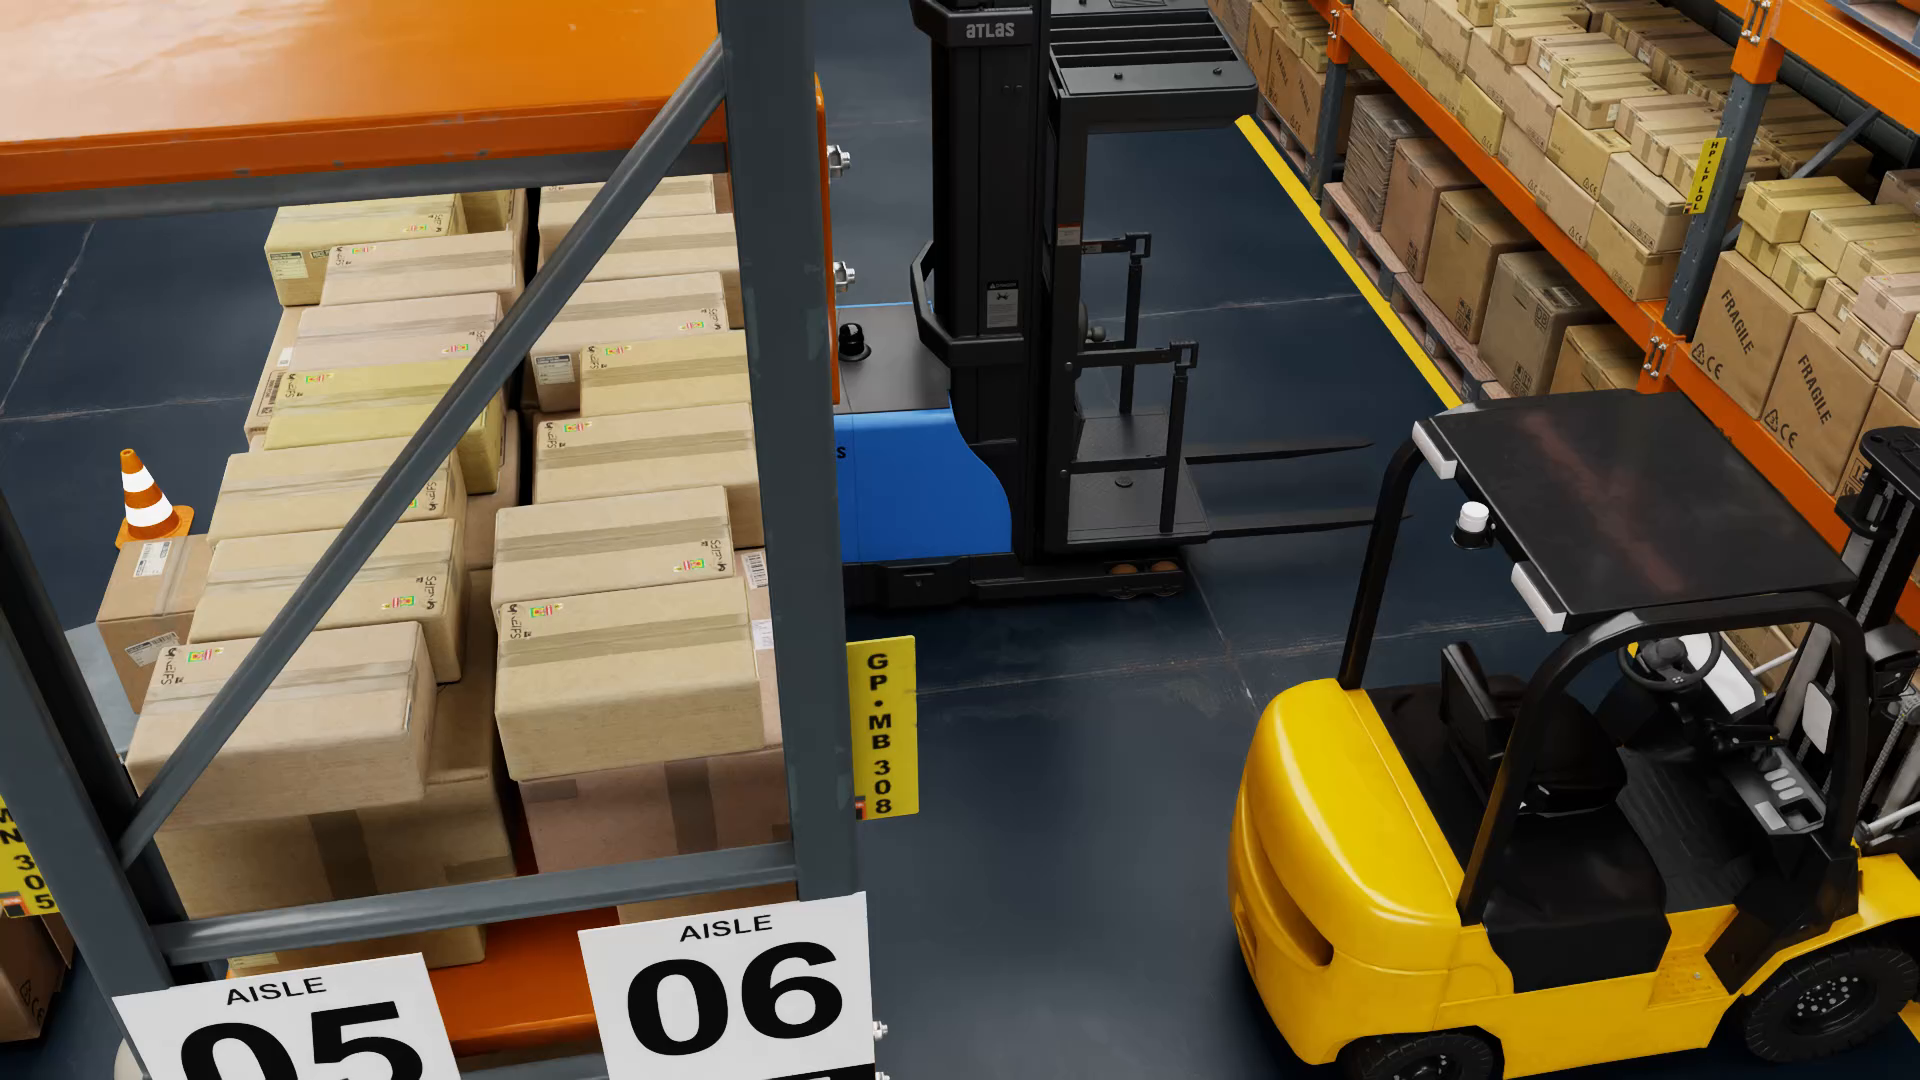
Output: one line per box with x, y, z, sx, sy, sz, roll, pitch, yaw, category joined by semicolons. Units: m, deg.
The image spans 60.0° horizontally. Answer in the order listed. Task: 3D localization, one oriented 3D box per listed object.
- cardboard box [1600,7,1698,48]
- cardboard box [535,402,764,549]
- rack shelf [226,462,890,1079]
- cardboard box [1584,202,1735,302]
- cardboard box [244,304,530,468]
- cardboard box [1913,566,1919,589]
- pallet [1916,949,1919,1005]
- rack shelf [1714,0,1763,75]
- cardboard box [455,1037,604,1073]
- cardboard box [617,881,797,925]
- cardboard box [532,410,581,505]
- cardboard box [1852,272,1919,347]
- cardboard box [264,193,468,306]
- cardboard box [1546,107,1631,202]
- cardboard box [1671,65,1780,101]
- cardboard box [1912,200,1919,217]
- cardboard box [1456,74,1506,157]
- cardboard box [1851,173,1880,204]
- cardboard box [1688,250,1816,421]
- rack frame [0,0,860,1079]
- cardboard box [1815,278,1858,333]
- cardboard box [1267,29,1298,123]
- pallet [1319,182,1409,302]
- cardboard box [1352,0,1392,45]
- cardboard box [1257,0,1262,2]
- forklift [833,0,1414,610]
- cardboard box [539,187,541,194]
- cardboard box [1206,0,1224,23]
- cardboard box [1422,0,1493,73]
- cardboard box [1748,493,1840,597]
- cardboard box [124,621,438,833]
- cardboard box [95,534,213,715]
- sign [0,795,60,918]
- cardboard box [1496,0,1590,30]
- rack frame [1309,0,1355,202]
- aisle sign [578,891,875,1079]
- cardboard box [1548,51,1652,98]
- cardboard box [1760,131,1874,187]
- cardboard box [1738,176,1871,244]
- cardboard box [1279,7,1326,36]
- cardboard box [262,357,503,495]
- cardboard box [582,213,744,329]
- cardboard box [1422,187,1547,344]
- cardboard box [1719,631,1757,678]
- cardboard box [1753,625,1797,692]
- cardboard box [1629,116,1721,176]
3.472;-2.564;8.395;0.380;0.149;0.250;-6;38;-8;cardboard box
-0.546;-0.100;2.944;0.380;0.149;0.250;-6;38;-8;cardboard box
-0.992;-0.264;4.186;1.077;0.370;4.000;-6;38;-8;rack shelf
3.198;-1.324;7.532;0.500;0.250;0.500;-5;38;-7;cardboard box
-1.179;-0.295;3.519;0.500;0.250;0.500;-5;38;-7;cardboard box
3.629;0.074;5.528;0.500;0.500;0.500;-6;38;-8;cardboard box
3.859;1.217;6.411;1.003;0.211;1.213;-6;38;-8;pallet
3.193;-3.216;7.986;1.077;0.370;4.000;-6;38;-8;rack shelf
-0.946;1.008;3.269;0.700;0.500;0.500;-7;38;-9;cardboard box
-0.380;0.524;2.790;0.380;0.149;0.250;-6;38;-8;cardboard box
-0.546;-0.036;3.185;0.500;0.250;0.500;-7;38;-9;cardboard box
3.440;-0.828;5.918;0.380;0.149;0.250;-5;38;-7;cardboard box
-1.293;-0.651;3.652;0.380;0.149;0.250;-5;38;-7;cardboard box
3.108;-1.825;7.768;0.500;0.250;0.500;-7;38;-9;cardboard box
3.590;-2.109;7.809;0.380;0.149;0.250;-7;38;-8;cardboard box
3.900;-1.204;6.402;0.380;0.149;0.250;-7;38;-9;cardboard box
2.949;-2.242;8.713;0.500;0.250;0.500;-5;38;-6;cardboard box
3.707;-1.580;7.453;0.500;0.250;0.500;-7;38;-9;cardboard box
3.364;-0.851;6.718;0.500;0.500;0.500;-7;38;-9;cardboard box
-0.641;-0.524;1.490;1.000;3.000;0.127;-6;38;-8;rack frame
3.461;-0.872;6.217;0.380;0.149;0.250;-6;38;-8;cardboard box
2.479;-3.238;11.568;0.500;0.500;0.500;-7;38;-9;cardboard box
2.948;-1.921;10.450;1.003;0.211;1.213;-6;38;-8;pallet
2.679;-3.170;9.907;0.500;0.250;0.500;-6;38;-8;cardboard box
2.301;-4.033;12.063;0.380;0.149;0.250;-8;39;-10;cardboard box
0.626;-1.200;7.306;3.031;2.935;1.130;-4;38;-5;forklift
-0.835;-0.962;4.378;0.500;0.250;0.500;-7;38;-9;cardboard box
2.191;-4.179;12.780;0.500;0.500;0.500;-7;38;-9;cardboard box
2.840;-2.747;8.955;0.500;0.250;0.500;-7;38;-9;cardboard box
3.399;0.054;6.720;0.500;0.250;0.500;-6;38;-8;cardboard box
-0.991;0.272;2.465;0.380;0.149;0.250;-6;38;-8;cardboard box
-3.090;0.326;6.705;0.500;0.500;0.500;-6;38;-8;cardboard box
-1.191;0.358;2.077;0.100;0.325;0.005;-6;38;-8;sign
2.986;-2.670;8.531;0.380;0.149;0.250;-6;38;-8;cardboard box
2.842;-3.523;10.240;1.000;3.000;0.127;-6;38;-8;rack frame
-0.325;0.822;2.527;0.394;0.787;0.004;-6;38;-8;aisle sign
3.050;-2.202;7.930;0.380;0.149;0.250;-7;38;-9;cardboard box
3.693;-1.638;7.203;0.380;0.149;0.250;-7;38;-9;cardboard box
3.307;-1.296;6.520;0.380;0.149;0.250;-5;38;-7;cardboard box
2.425;-3.555;11.447;0.380;0.149;0.250;-7;38;-9;cardboard box
-1.055;-0.199;3.071;0.380;0.149;0.250;-6;38;-8;cardboard box
-0.619;-0.566;3.543;0.380;0.149;0.250;-5;38;-7;cardboard box
3.179;-1.573;9.323;0.875;0.625;0.625;-8;39;-10;cardboard box
3.407;0.446;7.030;0.500;0.250;0.500;-7;38;-9;cardboard box
3.491;0.550;6.489;0.500;0.250;0.500;-7;38;-8;cardboard box
3.202;-1.739;7.334;0.380;0.149;0.250;-7;38;-9;cardboard box
